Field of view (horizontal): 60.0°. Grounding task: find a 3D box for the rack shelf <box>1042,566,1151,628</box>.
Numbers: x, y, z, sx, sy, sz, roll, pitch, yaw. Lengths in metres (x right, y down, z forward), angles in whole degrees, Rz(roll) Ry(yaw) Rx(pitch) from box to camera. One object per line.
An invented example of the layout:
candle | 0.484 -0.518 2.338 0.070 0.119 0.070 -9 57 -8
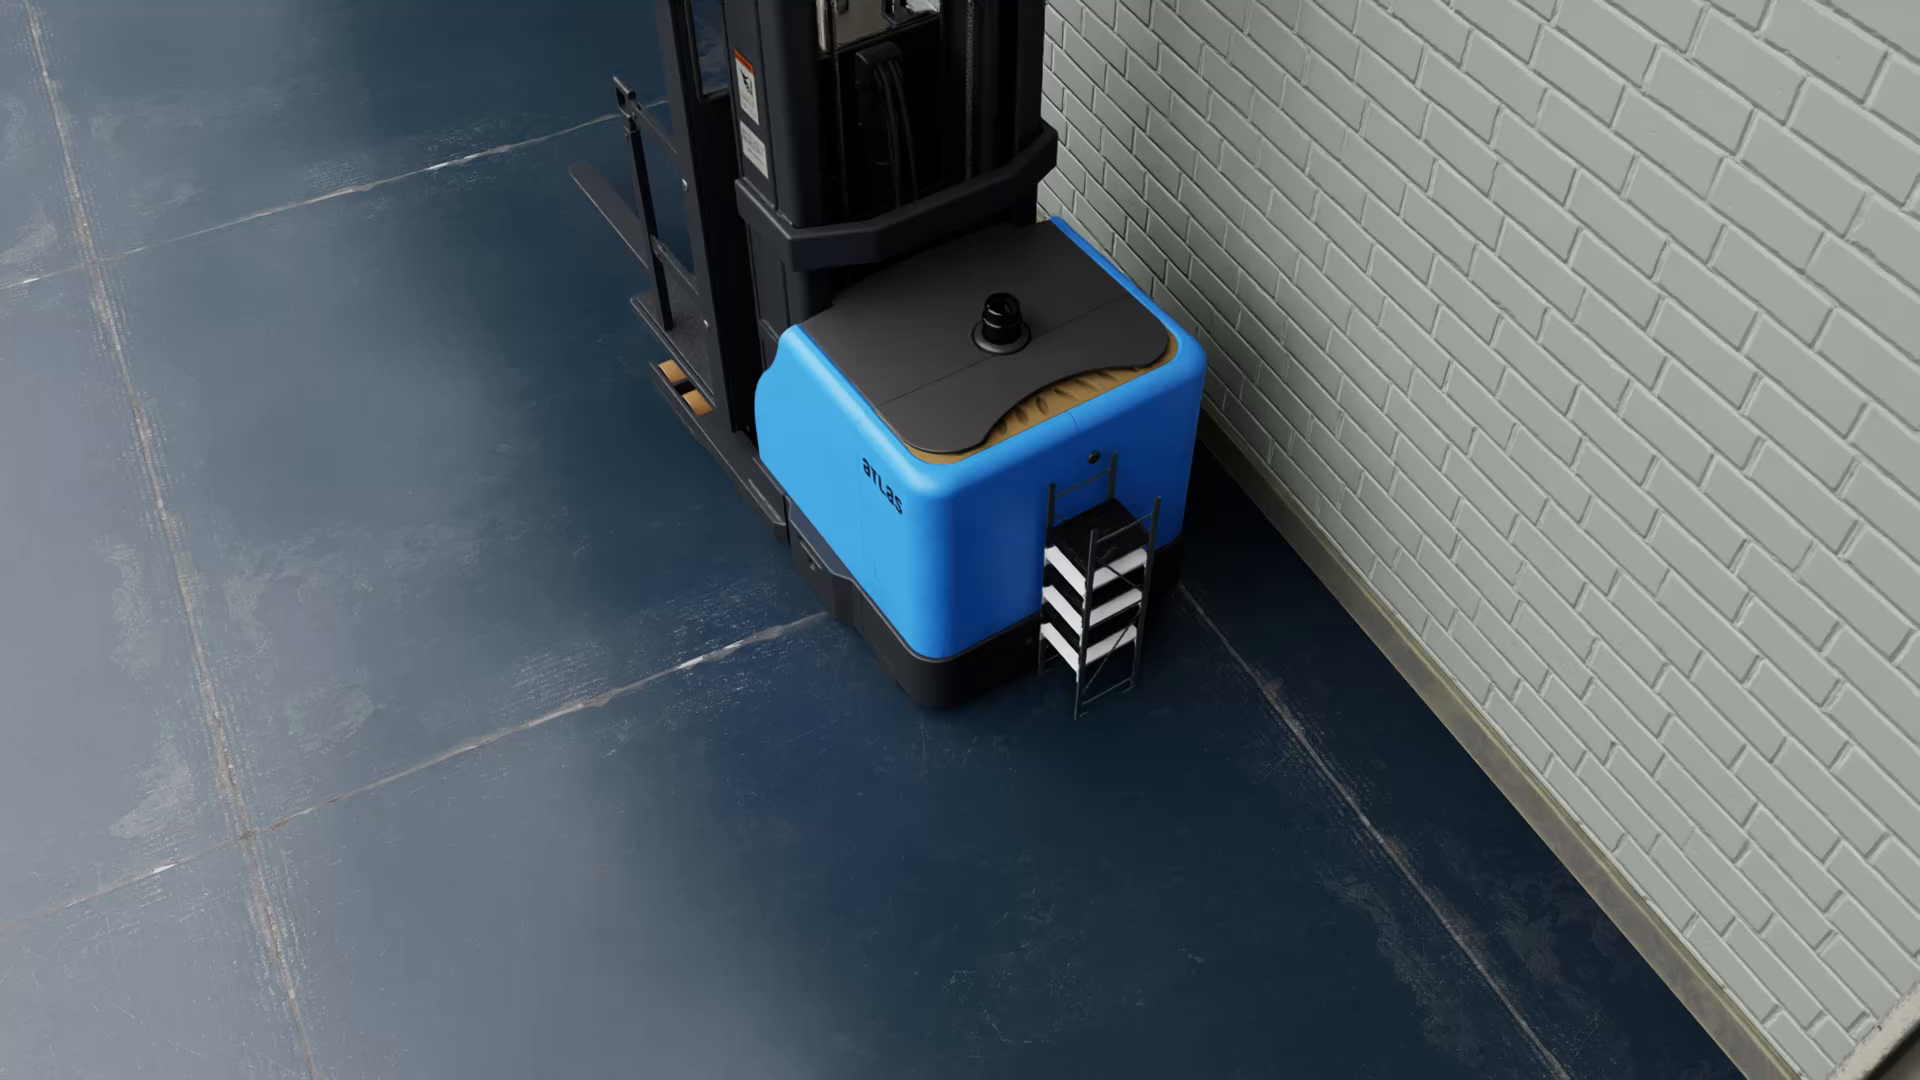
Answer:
rack shelf | 0.407 0.121 4.971 0.258 0.077 0.200 -26 54 -21

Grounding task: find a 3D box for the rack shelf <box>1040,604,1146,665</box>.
rack shelf | 0.407 0.240 5.106 0.258 0.077 0.200 -26 54 -21

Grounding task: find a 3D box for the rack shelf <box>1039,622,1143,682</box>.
rack shelf | 0.407 0.299 5.174 0.258 0.077 0.200 -26 54 -21

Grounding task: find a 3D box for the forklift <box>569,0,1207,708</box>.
forklift | -0.491 -1.530 5.141 1.130 2.935 3.031 -26 54 -21

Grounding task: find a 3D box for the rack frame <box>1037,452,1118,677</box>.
rack frame | 0.352 0.094 5.070 0.240 0.900 0.006 -26 54 -21

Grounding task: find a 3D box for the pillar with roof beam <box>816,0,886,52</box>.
pillar with roof beam | -4.382 -3.747 3.049 9.100 9.000 0.400 -21 52 -18

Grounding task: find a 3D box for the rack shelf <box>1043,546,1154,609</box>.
rack shelf | 0.407 0.062 4.903 0.258 0.077 0.200 -26 54 -21

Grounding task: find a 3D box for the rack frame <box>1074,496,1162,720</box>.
rack frame | 0.463 0.223 4.958 0.240 0.900 0.006 -26 54 -21

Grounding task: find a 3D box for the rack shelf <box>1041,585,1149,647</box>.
rack shelf | 0.407 0.180 5.039 0.258 0.077 0.200 -26 54 -21

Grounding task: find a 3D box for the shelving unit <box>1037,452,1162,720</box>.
shelving unit | 0.407 0.158 5.014 0.258 0.900 0.210 -26 54 -21

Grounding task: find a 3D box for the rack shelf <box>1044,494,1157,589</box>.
rack shelf | 0.407 0.003 4.835 0.258 0.077 0.200 -26 54 -21
